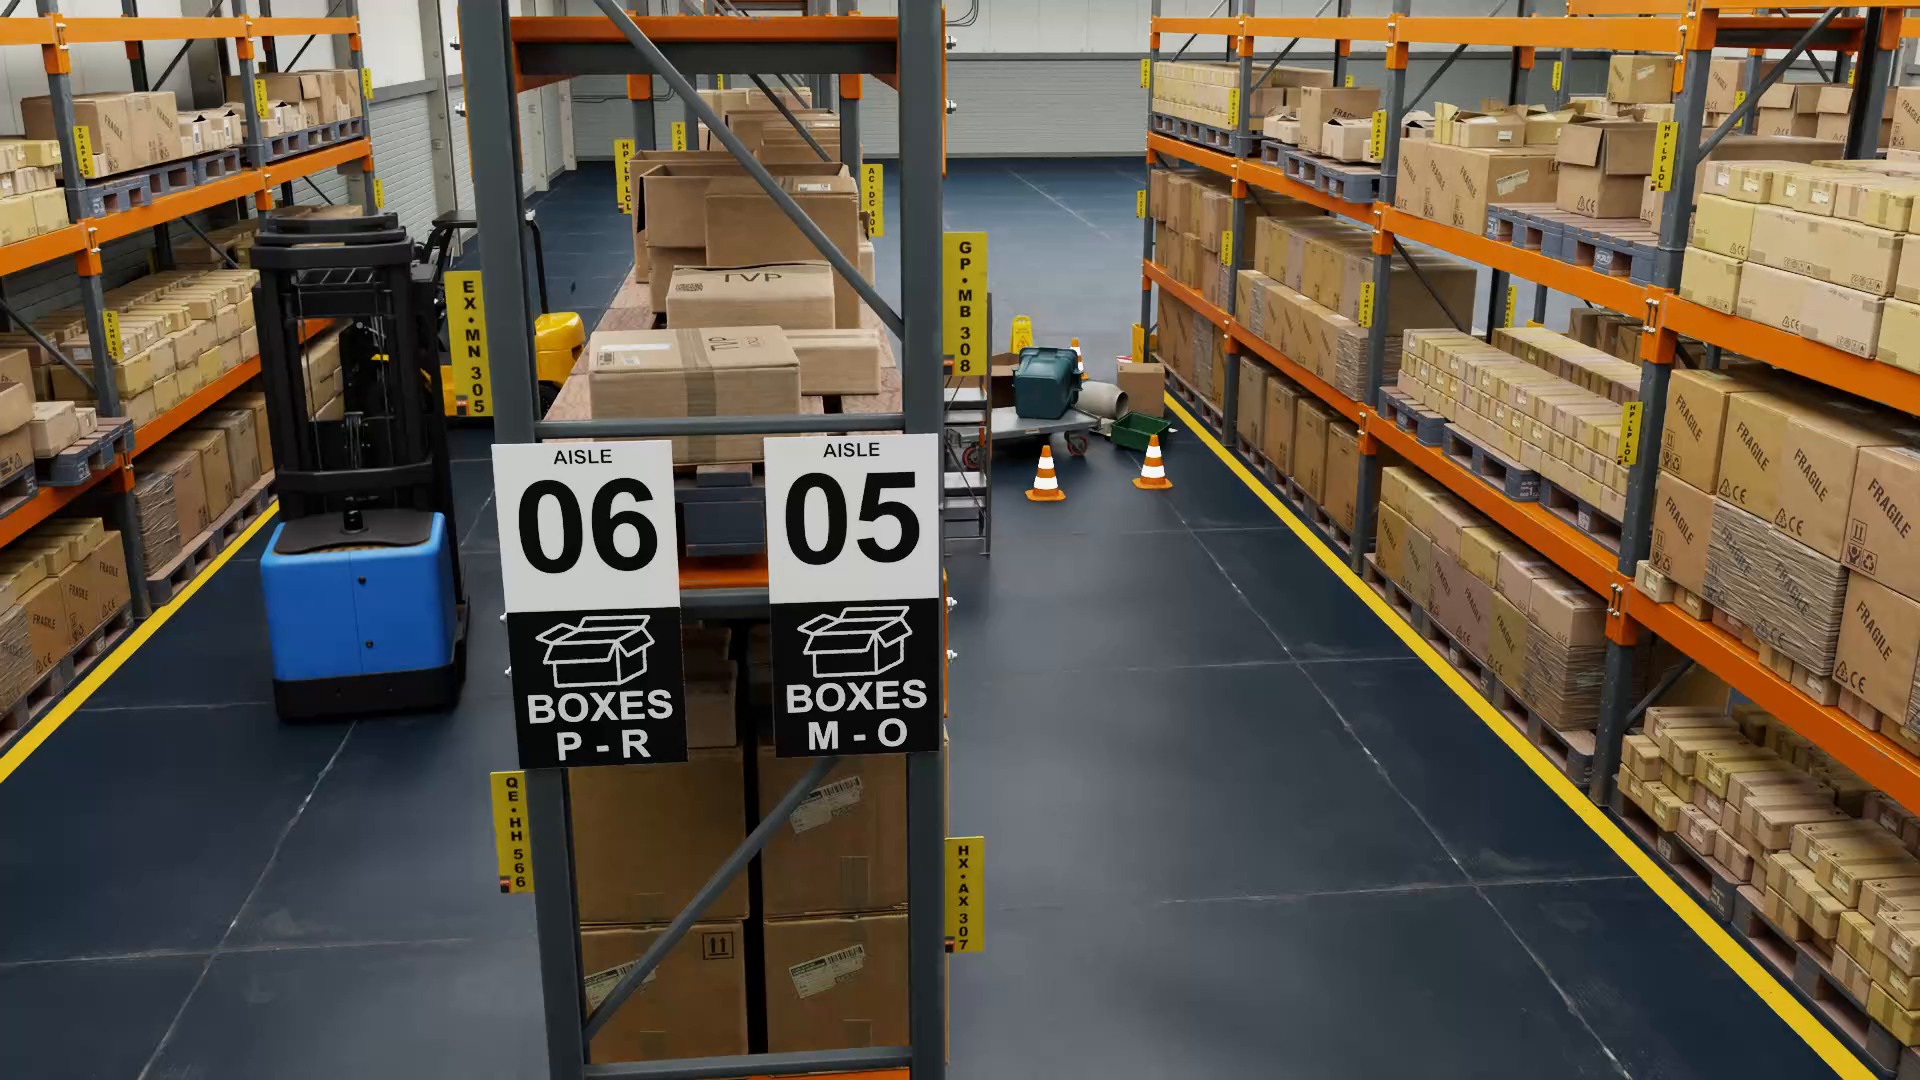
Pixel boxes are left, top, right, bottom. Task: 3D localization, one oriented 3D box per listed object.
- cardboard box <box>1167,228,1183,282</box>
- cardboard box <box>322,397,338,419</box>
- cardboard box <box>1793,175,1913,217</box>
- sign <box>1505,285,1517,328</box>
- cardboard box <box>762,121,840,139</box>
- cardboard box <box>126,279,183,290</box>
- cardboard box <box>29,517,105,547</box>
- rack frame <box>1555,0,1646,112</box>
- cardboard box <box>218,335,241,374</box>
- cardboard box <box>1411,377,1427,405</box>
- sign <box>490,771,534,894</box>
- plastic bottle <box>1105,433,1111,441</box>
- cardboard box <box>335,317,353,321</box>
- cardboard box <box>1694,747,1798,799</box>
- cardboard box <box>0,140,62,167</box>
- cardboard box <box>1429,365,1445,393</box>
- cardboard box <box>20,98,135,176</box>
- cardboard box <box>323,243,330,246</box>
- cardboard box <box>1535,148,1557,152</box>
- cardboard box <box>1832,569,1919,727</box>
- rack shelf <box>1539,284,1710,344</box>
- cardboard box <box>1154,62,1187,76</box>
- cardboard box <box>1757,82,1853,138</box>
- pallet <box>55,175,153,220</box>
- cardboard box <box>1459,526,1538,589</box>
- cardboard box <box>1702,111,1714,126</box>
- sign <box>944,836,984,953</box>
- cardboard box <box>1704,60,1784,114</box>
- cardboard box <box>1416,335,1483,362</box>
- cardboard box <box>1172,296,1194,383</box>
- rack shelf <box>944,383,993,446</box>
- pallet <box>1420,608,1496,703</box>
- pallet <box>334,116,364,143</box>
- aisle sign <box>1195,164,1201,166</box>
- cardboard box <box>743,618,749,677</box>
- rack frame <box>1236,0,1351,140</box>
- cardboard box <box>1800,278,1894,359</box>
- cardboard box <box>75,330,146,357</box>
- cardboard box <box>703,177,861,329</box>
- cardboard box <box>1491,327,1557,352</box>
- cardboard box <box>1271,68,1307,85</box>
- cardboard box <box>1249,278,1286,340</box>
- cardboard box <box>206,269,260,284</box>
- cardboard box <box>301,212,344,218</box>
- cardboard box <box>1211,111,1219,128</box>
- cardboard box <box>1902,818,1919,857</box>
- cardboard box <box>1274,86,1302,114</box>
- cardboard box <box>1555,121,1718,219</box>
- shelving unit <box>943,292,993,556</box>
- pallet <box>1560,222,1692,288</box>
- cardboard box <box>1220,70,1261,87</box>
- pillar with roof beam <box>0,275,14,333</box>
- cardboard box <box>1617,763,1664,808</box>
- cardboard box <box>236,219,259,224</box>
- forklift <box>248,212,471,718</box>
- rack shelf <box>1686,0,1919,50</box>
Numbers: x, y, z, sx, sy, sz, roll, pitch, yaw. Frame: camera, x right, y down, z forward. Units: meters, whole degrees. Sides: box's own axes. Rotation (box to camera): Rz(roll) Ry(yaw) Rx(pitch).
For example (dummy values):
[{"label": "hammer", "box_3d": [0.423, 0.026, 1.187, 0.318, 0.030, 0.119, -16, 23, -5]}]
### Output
[{"label": "cardboard box", "box_3d": [2.816, -3.210, 18.645, 0.875, 0.550, 0.550, -2, 18, -6]}, {"label": "cardboard box", "box_3d": [-6.505, -1.246, 16.528, 0.500, 0.250, 0.500, -2, 18, -7]}, {"label": "cardboard box", "box_3d": [3.806, -1.467, 7.084, 0.380, 0.149, 0.250, -2, 18, -7]}, {"label": "sign", "box_3d": [4.085, -1.733, 12.387, 0.100, 0.325, 0.005, -2, 18, -6]}, {"label": "cardboard box", "box_3d": [-0.897, -2.178, 9.732, 0.500, 0.500, 0.500, -2, 18, -5]}, {"label": "cardboard box", "box_3d": [-6.893, -2.142, 14.244, 0.380, 0.149, 0.250, -2, 18, -6]}, {"label": "cardboard box", "box_3d": [-6.001, -0.039, 11.182, 0.380, 0.149, 0.250, -3, 18, -8]}, {"label": "rack frame", "box_3d": [7.665, -6.567, 19.572, 1.000, 3.000, 0.127, -2, 18, -6]}, {"label": "cardboard box", "box_3d": [-6.326, -1.540, 13.826, 0.500, 0.250, 0.500, -2, 18, -5]}, {"label": "cardboard box", "box_3d": [3.419, -1.059, 11.762, 0.380, 0.149, 0.250, -1, 17, -3]}, {"label": "sign", "box_3d": [-1.083, 0.715, 4.062, 0.100, 0.325, 0.005, -2, 18, -6]}, {"label": "plastic bottle", "box_3d": [1.604, -1.024, 16.836, 0.133, 0.061, 0.283, -12, 21, -34]}, {"label": "cardboard box", "box_3d": [-6.713, -2.330, 18.312, 0.500, 0.250, 0.500, -1, 17, -5]}, {"label": "cardboard box", "box_3d": [3.833, 1.136, 8.116, 0.380, 0.149, 0.250, -2, 18, -6]}, {"label": "cardboard box", "box_3d": [-5.974, -2.459, 10.583, 0.380, 0.149, 0.250, -1, 17, -4]}, {"label": "cardboard box", "box_3d": [3.457, -1.110, 11.428, 0.380, 0.149, 0.250, -2, 18, -7]}, {"label": "cardboard box", "box_3d": [-6.136, -2.811, 11.581, 0.500, 0.500, 0.500, -2, 18, -5]}, {"label": "cardboard box", "box_3d": [-6.627, -2.974, 16.893, 0.380, 0.149, 0.250, -2, 18, -7]}, {"label": "cardboard box", "box_3d": [3.970, -2.217, 10.557, 0.500, 0.500, 0.500, -2, 18, -6]}, {"label": "cardboard box", "box_3d": [3.918, 0.416, 6.680, 0.500, 0.500, 0.500, -1, 17, -3]}, {"label": "rack shelf", "box_3d": [7.871, -2.766, 18.680, 1.077, 0.370, 4.000, -2, 18, -6]}, {"label": "cardboard box", "box_3d": [2.439, -5.412, 19.121, 0.380, 0.149, 0.250, -2, 17, -5]}, {"label": "cardboard box", "box_3d": [8.028, -4.051, 15.691, 0.797, 0.503, 0.637, -3, 18, -8]}, {"label": "pallet", "box_3d": [-6.463, -2.401, 11.626, 1.213, 0.211, 1.003, -1, 17, -3]}, {"label": "cardboard box", "box_3d": [3.522, 0.103, 10.561, 0.500, 0.250, 0.500, -3, 18, -8]}, {"label": "cardboard box", "box_3d": [7.708, -4.305, 16.960, 0.380, 0.149, 0.250, -3, 18, -8]}, {"label": "sign", "box_3d": [0.011, 0.902, 4.219, 0.100, 0.325, 0.005, -2, 18, -6]}, {"label": "cardboard box", "box_3d": [7.778, -4.499, 16.493, 0.500, 0.500, 0.500, -2, 18, -7]}, {"label": "cardboard box", "box_3d": [3.432, -1.339, 11.660, 0.380, 0.149, 0.250, -2, 18, -7]}, {"label": "cardboard box", "box_3d": [2.950, -2.306, 18.862, 0.875, 0.875, 0.875, -2, 18, -7]}, {"label": "rack shelf", "box_3d": [0.017, -0.939, 13.210, 0.431, 0.518, 0.480, -2, 18, -6]}, {"label": "pallet", "box_3d": [3.748, 0.728, 11.007, 1.003, 0.211, 1.213, -2, 18, -6]}, {"label": "pallet", "box_3d": [-7.082, -4.422, 17.894, 1.003, 0.211, 1.213, -2, 18, -6]}, {"label": "aisle sign", "box_3d": [3.012, -4.853, 19.786, 0.394, 0.787, 0.004, -2, 18, -6]}, {"label": "cardboard box", "box_3d": [-0.959, 0.405, 5.543, 0.500, 0.500, 0.500, -2, 18, -6]}, {"label": "rack frame", "box_3d": [3.134, -5.252, 15.384, 1.000, 3.000, 0.127, -2, 18, -6]}, {"label": "cardboard box", "box_3d": [3.839, -0.915, 6.828, 0.500, 0.250, 0.500, -1, 17, -3]}, {"label": "cardboard box", "box_3d": [-6.073, -1.402, 11.884, 0.380, 0.149, 0.250, -1, 17, -4]}, {"label": "cardboard box", "box_3d": [-0.601, -0.964, 5.697, 0.500, 0.500, 0.500, -1, 17, -5]}, {"label": "cardboard box", "box_3d": [4.053, -1.431, 11.952, 0.380, 0.149, 0.250, -2, 18, -8]}, {"label": "cardboard box", "box_3d": [3.354, -4.676, 16.775, 0.380, 0.149, 0.250, -2, 18, -7]}, {"label": "cardboard box", "box_3d": [2.973, -2.122, 15.263, 0.500, 0.500, 0.500, -2, 18, -5]}, {"label": "cardboard box", "box_3d": [-6.460, -2.315, 14.793, 0.380, 0.149, 0.250, -1, 17, -4]}, {"label": "cardboard box", "box_3d": [-6.820, -3.417, 17.807, 0.380, 0.149, 0.250, -2, 18, -5]}, {"label": "cardboard box", "box_3d": [2.724, -4.200, 16.591, 0.380, 0.149, 0.250, -2, 17, -5]}, {"label": "cardboard box", "box_3d": [4.462, 1.354, 7.423, 0.380, 0.149, 0.250, -2, 18, -8]}, {"label": "cardboard box", "box_3d": [3.362, -4.294, 16.225, 0.500, 0.250, 0.500, -2, 18, -5]}, {"label": "cardboard box", "box_3d": [3.930, -2.152, 9.641, 0.797, 0.503, 0.637, -2, 18, -6]}, {"label": "shelving unit", "box_3d": [0.017, -0.952, 13.205, 0.431, 2.100, 0.503, -2, 18, -6]}, {"label": "pallet", "box_3d": [4.001, -1.535, 8.865, 1.213, 0.211, 1.003, -2, 18, -6]}, {"label": "cardboard box", "box_3d": [2.753, -4.504, 16.229, 0.380, 0.149, 0.250, -2, 18, -6]}, {"label": "pillar with roof beam", "box_3d": [-3.053, -4.217, 12.085, 9.100, 9.000, 0.400, -2, 18, -6]}, {"label": "cardboard box", "box_3d": [3.677, 1.272, 8.677, 0.380, 0.149, 0.250, -3, 18, -8]}, {"label": "cardboard box", "box_3d": [-7.280, -3.246, 17.263, 0.380, 0.149, 0.250, -2, 18, -7]}, {"label": "forklift", "box_3d": [-3.981, -0.728, 11.104, 1.130, 2.935, 3.031, -4, 18, -13]}, {"label": "rack shelf", "box_3d": [4.165, -1.928, 6.002, 1.077, 0.370, 4.000, -2, 18, -6]}]
